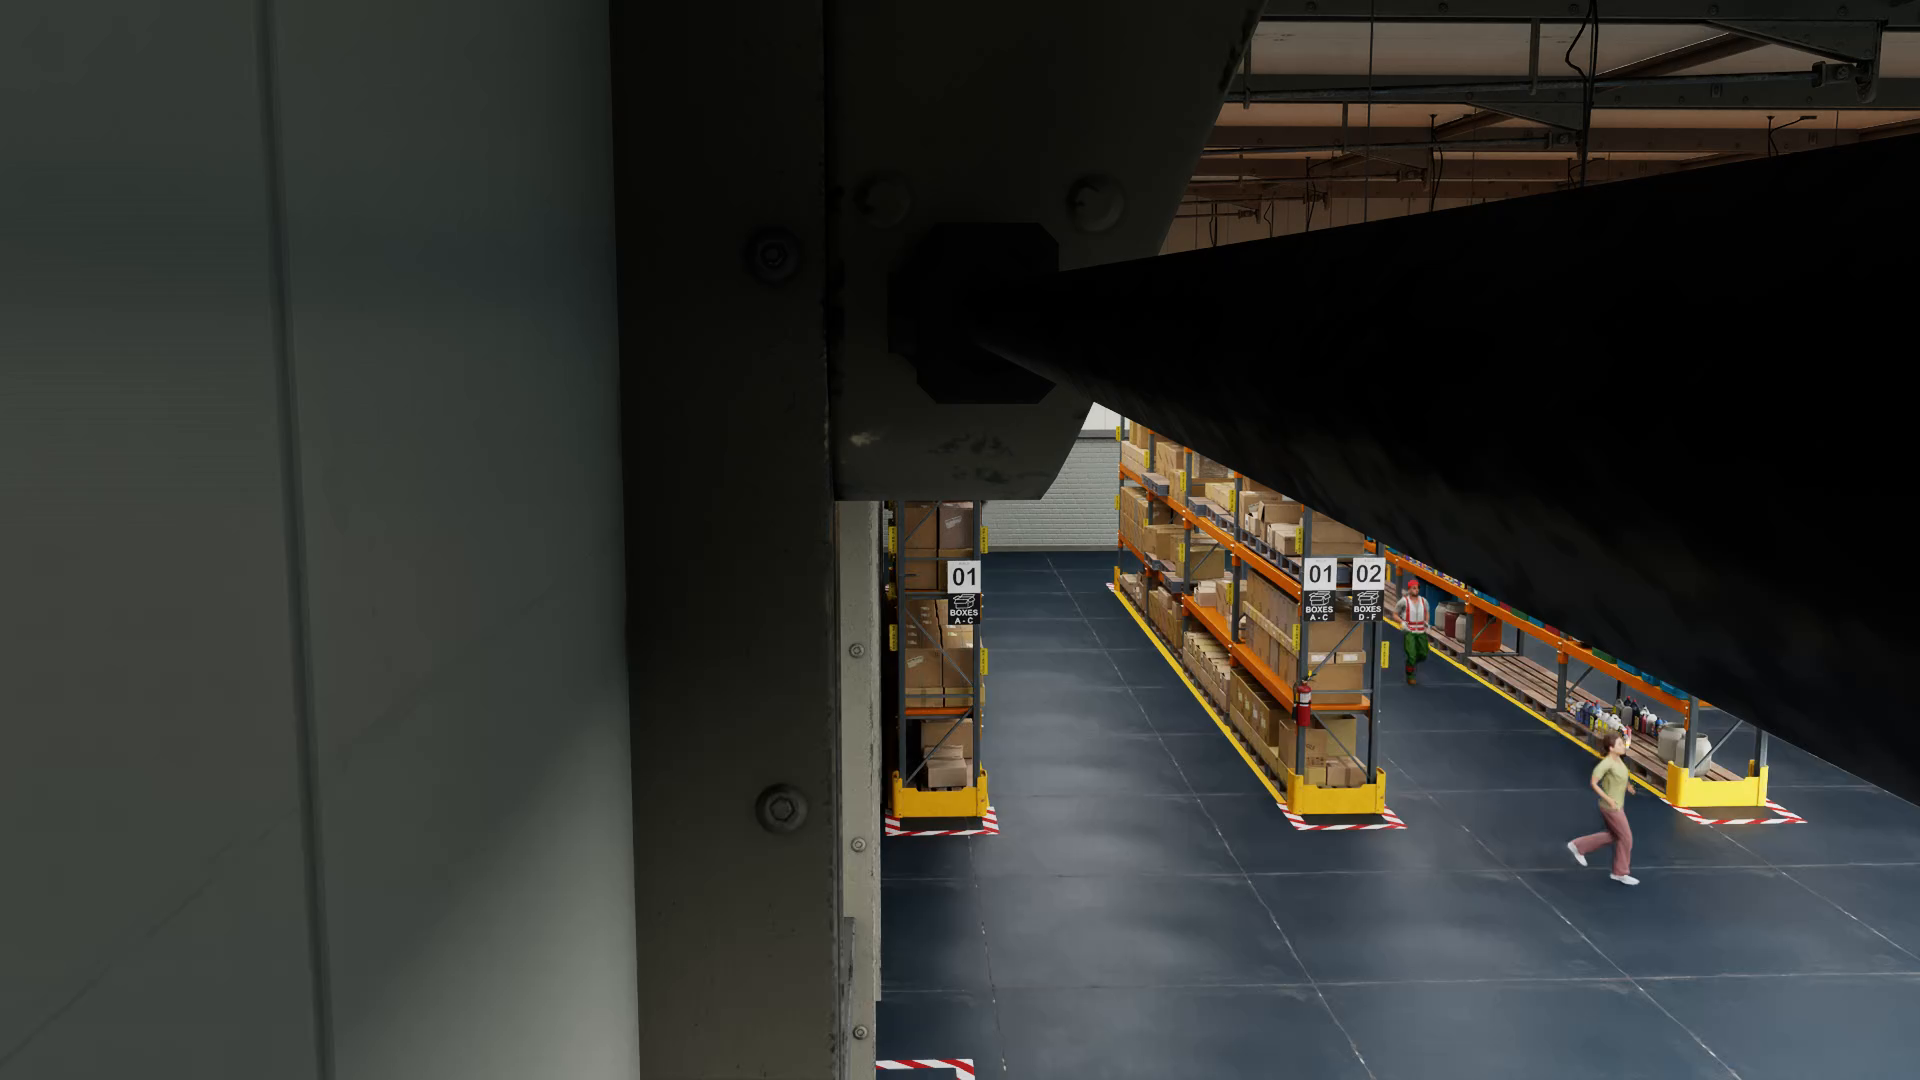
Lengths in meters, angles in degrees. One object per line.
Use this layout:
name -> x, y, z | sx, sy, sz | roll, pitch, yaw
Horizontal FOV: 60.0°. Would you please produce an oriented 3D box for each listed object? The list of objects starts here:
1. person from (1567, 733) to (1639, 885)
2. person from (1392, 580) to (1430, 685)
person -> 7.086, 2.916, 18.230 | 0.765, 1.662, 0.574 | 5, 10, 31
person -> 7.489, 1.523, 27.489 | 0.625, 1.738, 0.615 | -1, 8, -8
